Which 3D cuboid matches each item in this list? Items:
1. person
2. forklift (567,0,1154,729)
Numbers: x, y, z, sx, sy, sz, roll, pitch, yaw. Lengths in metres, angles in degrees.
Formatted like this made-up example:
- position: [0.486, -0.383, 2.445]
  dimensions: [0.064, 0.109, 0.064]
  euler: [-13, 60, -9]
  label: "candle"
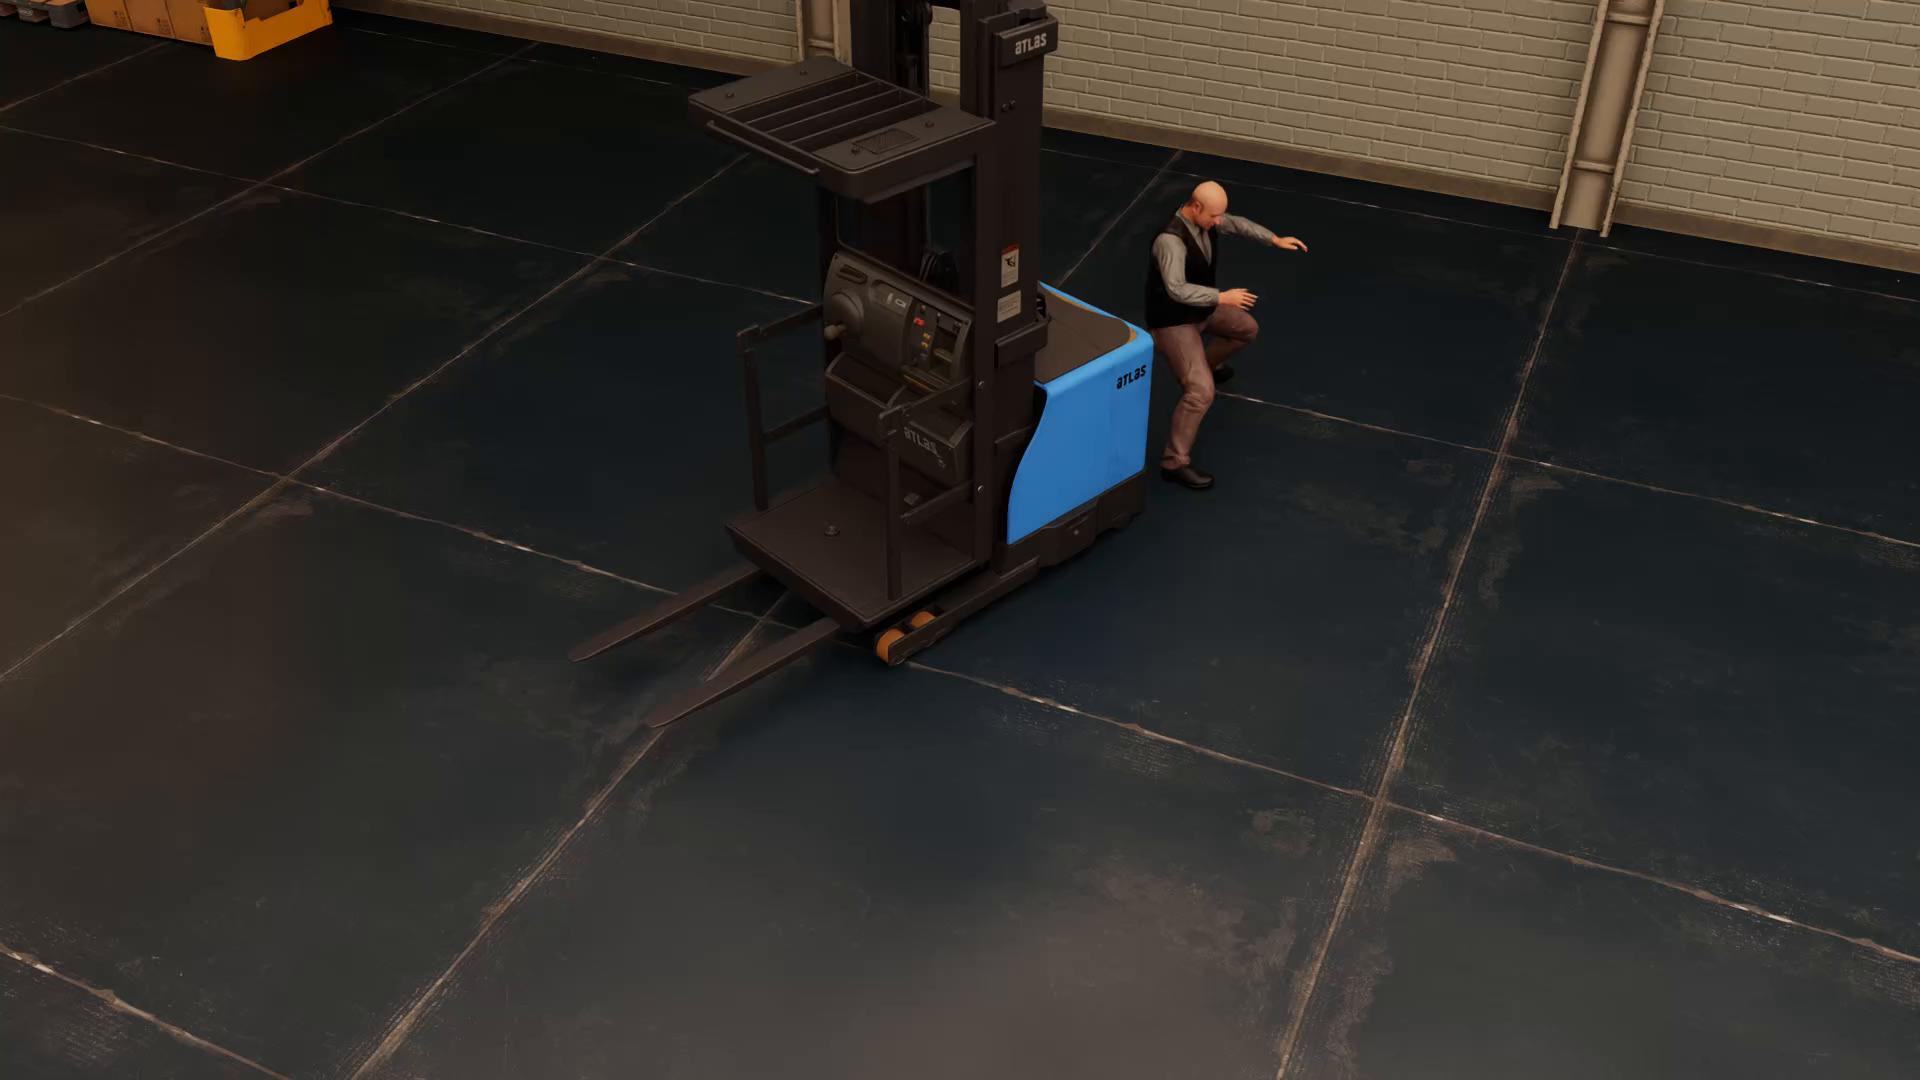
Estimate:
- position: [1.375, -1.252, 9.082]
  dimensions: [0.711, 1.495, 1.214]
  euler: [22, 41, 27]
  label: "person"
- position: [-0.444, -0.950, 7.419]
  dimensions: [3.031, 2.935, 1.130]
  euler: [-29, 44, -34]
  label: "forklift"
